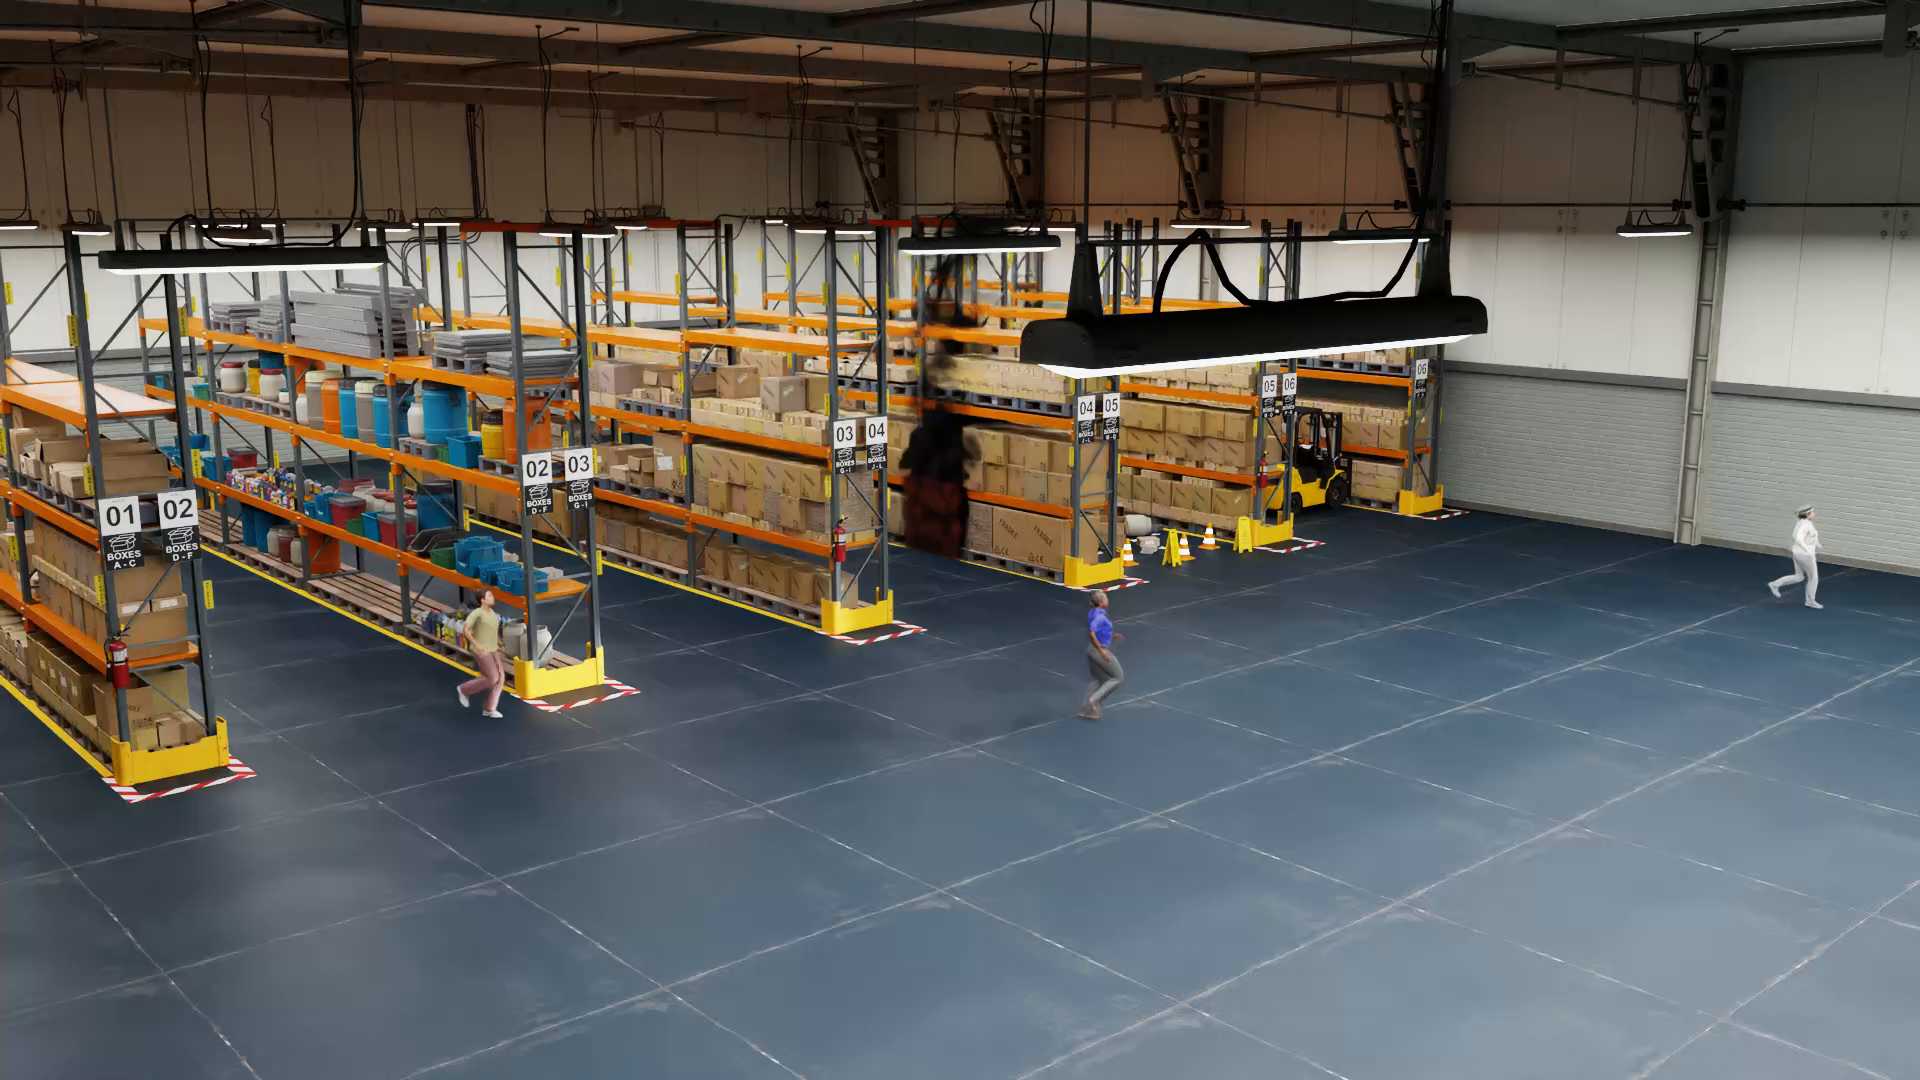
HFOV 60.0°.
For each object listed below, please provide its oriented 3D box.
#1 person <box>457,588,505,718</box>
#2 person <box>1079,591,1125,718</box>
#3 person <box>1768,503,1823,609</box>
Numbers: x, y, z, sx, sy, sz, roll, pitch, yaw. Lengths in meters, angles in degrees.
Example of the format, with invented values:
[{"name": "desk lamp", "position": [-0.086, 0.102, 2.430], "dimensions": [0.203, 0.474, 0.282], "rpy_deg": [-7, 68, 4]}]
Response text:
[{"name": "person", "position": [-5.961, 1.388, 20.934], "dimensions": [0.639, 1.598, 0.618], "rpy_deg": [3, 12, 16]}, {"name": "person", "position": [1.786, 1.430, 20.695], "dimensions": [0.599, 1.607, 0.560], "rpy_deg": [-3, 12, -16]}, {"name": "person", "position": [13.362, 0.252, 26.438], "dimensions": [0.842, 1.696, 0.618], "rpy_deg": [2, 12, 9]}]
